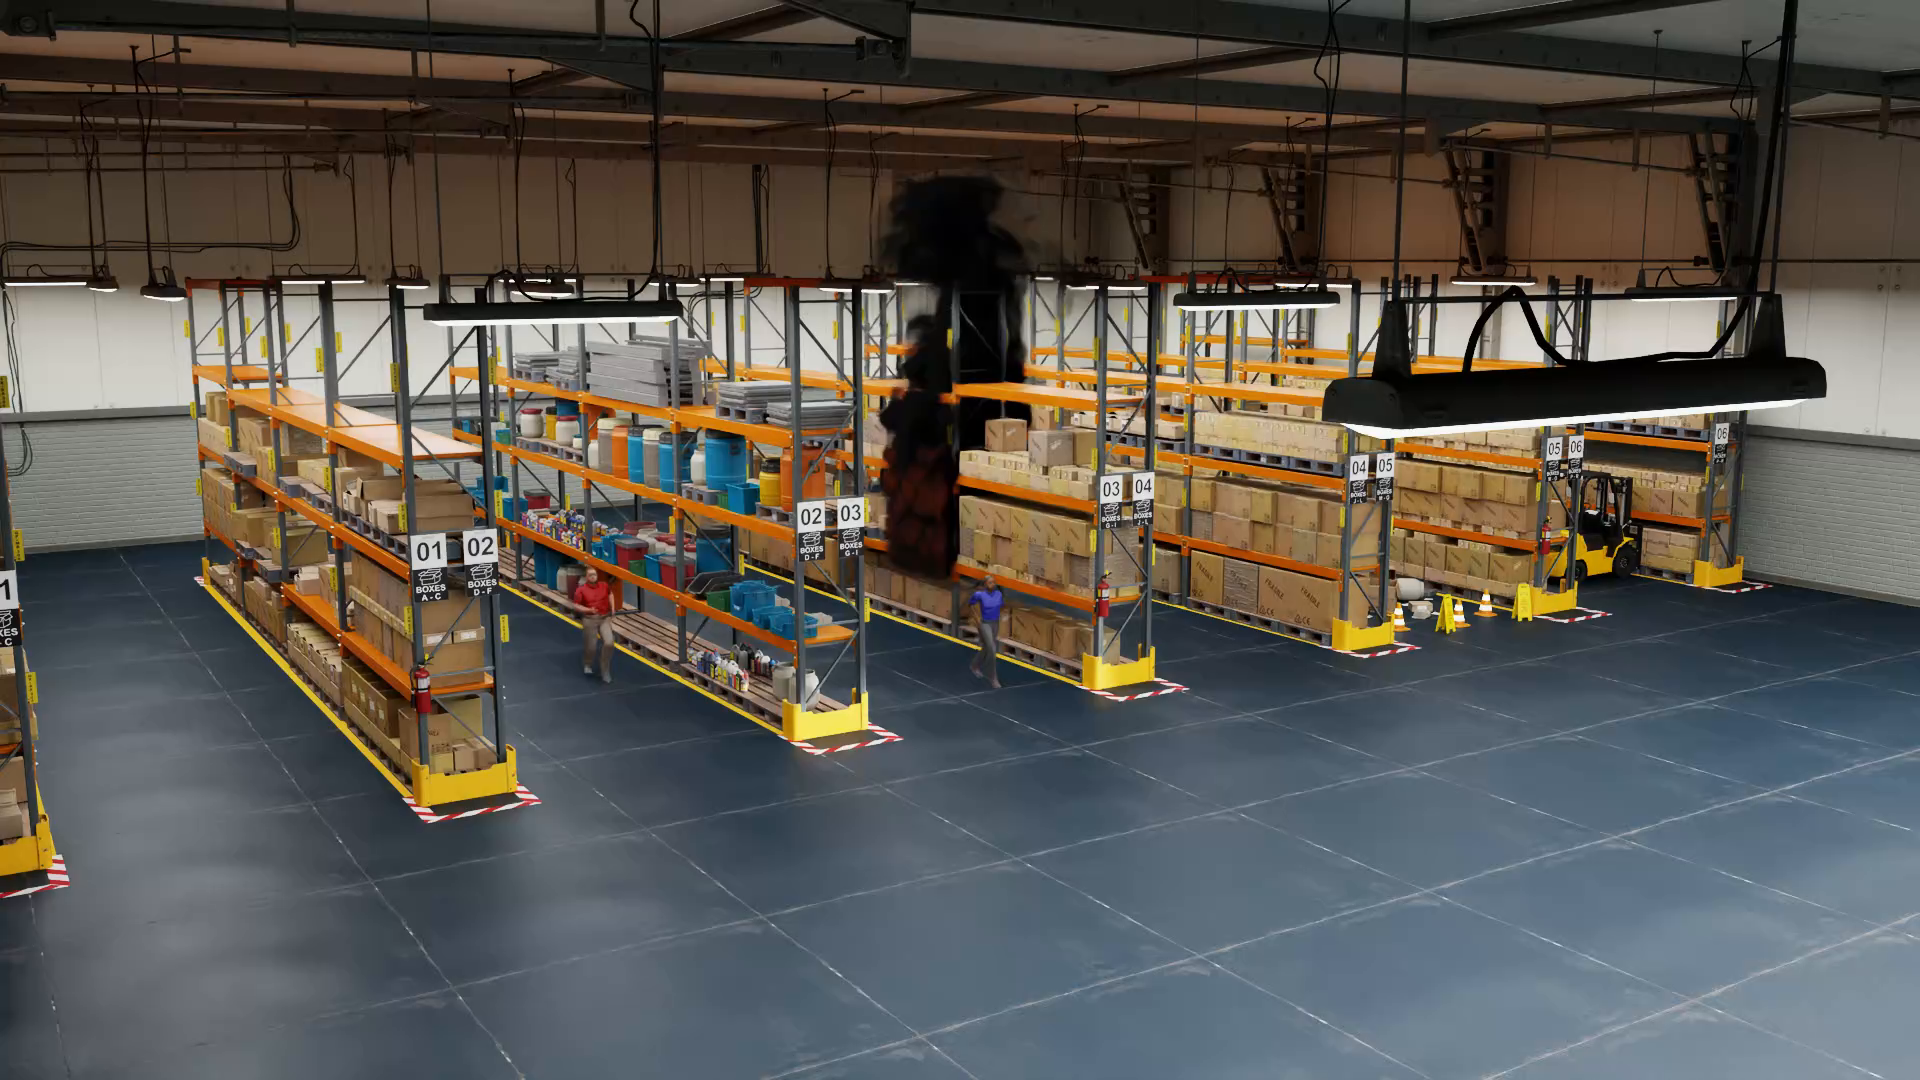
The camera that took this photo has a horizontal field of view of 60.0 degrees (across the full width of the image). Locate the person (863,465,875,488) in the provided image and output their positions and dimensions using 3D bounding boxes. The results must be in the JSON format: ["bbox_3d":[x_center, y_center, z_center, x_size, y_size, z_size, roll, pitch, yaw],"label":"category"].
[{"bbox_3d":[-2.283,-1.489,42.014,0.512,1.614,0.645,-2,10,-12],"label":"person"}]

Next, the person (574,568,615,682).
[{"bbox_3d":[-5.537,1.295,25.323,0.670,1.773,0.767,-5,11,-27],"label":"person"}]

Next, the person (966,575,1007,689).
[{"bbox_3d":[0.431,1.350,25.061,0.555,1.709,0.814,-7,12,-37],"label":"person"}]

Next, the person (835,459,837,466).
[{"bbox_3d":[-2.964,-1.101,39.325,0.736,1.814,0.823,-5,11,-27],"label":"person"}]
